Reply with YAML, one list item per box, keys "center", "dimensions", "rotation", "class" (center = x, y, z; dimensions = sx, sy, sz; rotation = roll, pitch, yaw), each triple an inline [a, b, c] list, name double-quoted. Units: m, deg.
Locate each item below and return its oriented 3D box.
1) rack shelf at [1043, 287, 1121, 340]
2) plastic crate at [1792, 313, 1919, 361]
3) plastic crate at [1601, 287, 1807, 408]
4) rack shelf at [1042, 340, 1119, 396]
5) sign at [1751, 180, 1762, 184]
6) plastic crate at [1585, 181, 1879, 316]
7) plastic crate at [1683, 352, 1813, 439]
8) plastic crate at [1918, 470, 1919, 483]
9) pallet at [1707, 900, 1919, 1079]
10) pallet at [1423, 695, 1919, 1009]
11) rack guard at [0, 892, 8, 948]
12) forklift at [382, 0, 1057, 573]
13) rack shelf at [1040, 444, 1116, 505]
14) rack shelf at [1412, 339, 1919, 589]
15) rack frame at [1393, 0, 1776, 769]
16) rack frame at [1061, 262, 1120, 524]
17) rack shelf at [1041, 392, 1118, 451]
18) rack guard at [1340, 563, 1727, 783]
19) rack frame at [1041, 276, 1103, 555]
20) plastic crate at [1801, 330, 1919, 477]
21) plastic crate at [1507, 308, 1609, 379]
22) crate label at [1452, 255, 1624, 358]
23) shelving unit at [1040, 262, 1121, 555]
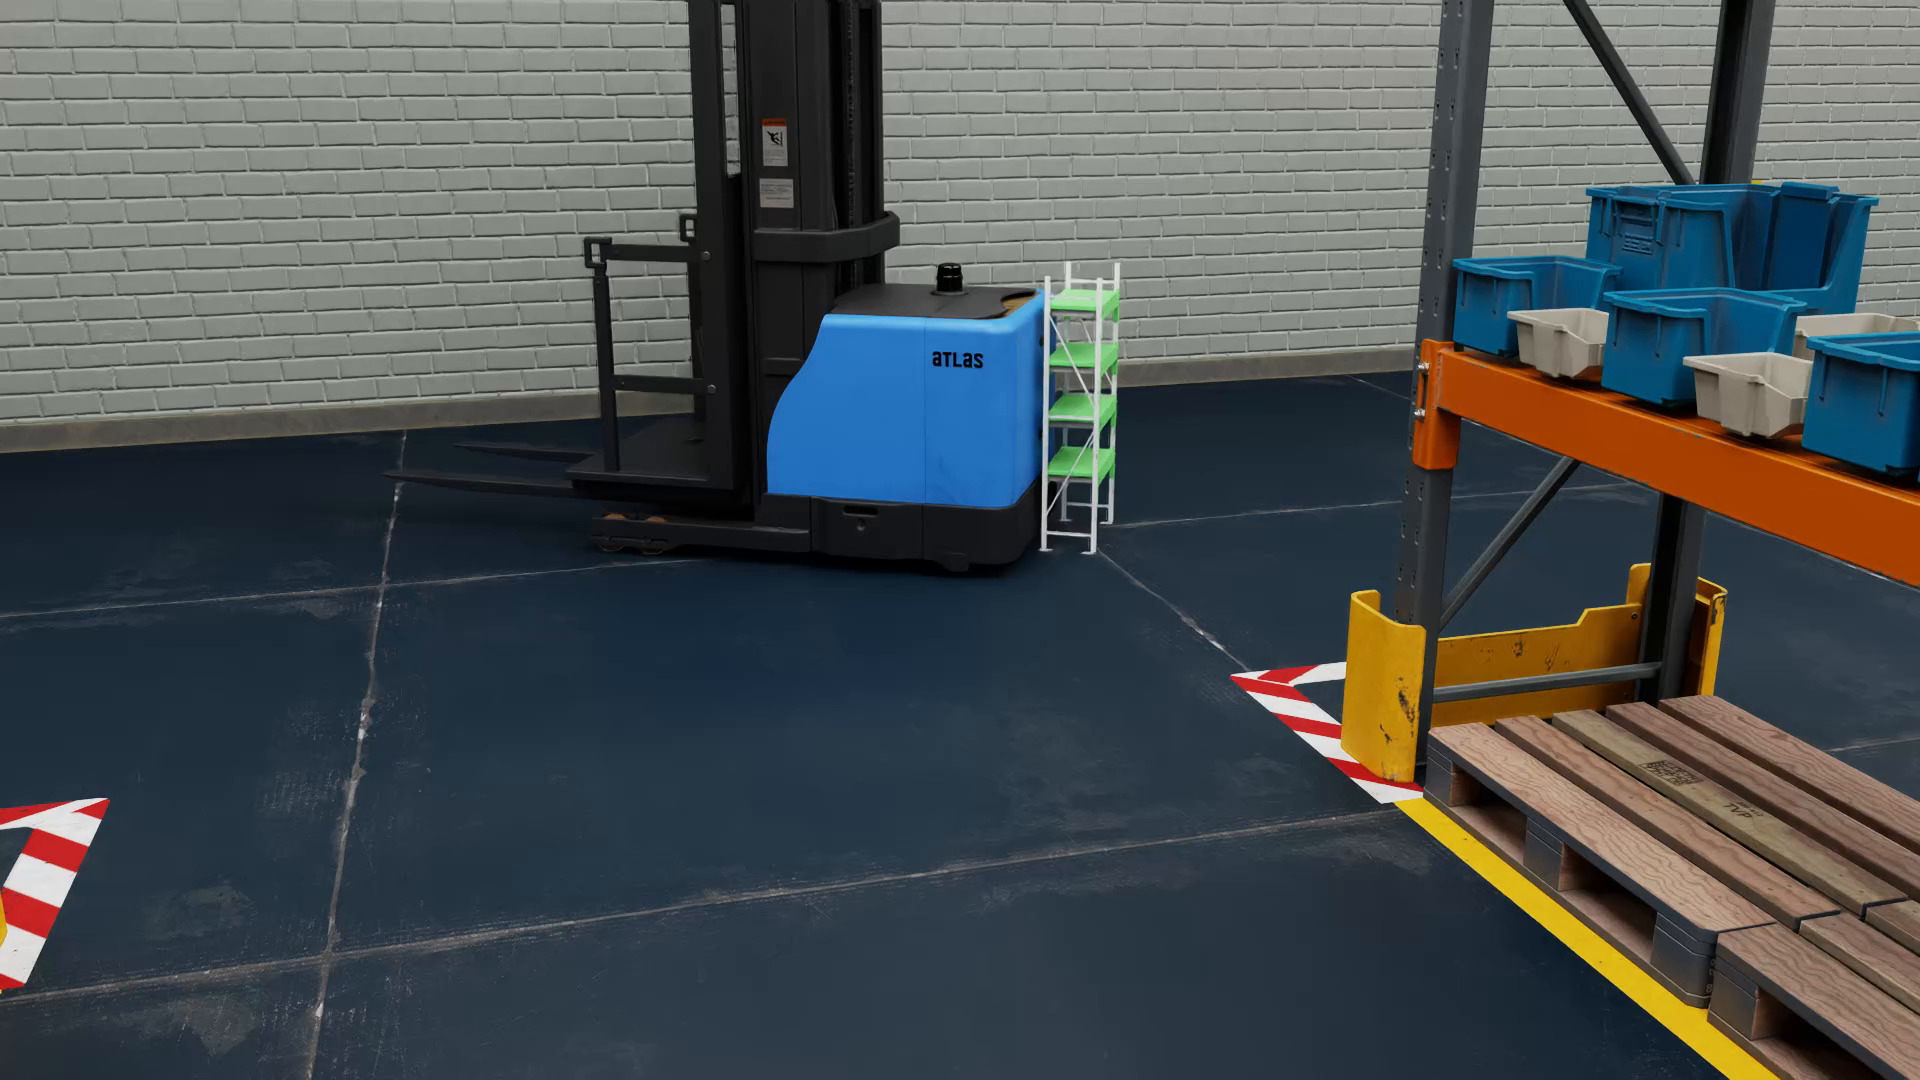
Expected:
- center: [0.532, -0.987, 7.205]
  dimensions: [0.258, 0.148, 0.480]
  rotation: [4, 17, 13]
  class: "rack shelf"
- center: [2.218, -0.478, 4.183]
  dimensions: [0.396, 0.136, 0.243]
  rotation: [-5, 17, -15]
  class: "plastic crate"
- center: [1.752, -0.459, 3.952]
  dimensions: [0.416, 0.233, 0.300]
  rotation: [-5, 17, -15]
  class: "plastic crate"
- center: [0.532, -0.757, 7.274]
  dimensions: [0.258, 0.148, 0.480]
  rotation: [4, 17, 13]
  class: "rack shelf"
- center: [2.344, -0.913, 4.993]
  dimensions: [0.100, 0.325, 0.005]
  rotation: [-5, 17, -15]
  class: "sign"
- center: [2.091, -0.754, 4.584]
  dimensions: [0.616, 0.435, 0.499]
  rotation: [-5, 17, -15]
  class: "plastic crate"
- center: [1.766, -0.312, 3.630]
  dimensions: [0.250, 0.136, 0.298]
  rotation: [-5, 17, -15]
  class: "plastic crate"
- center: [2.015, -0.194, 3.069]
  dimensions: [0.416, 0.233, 0.300]
  rotation: [-5, 17, -15]
  class: "plastic crate"
- center: [2.341, 1.117, 3.367]
  dimensions: [1.003, 0.211, 1.213]
  rotation: [-5, 17, -15]
  class: "pallet"
- center: [2.009, 0.780, 4.488]
  dimensions: [1.003, 0.211, 1.213]
  rotation: [-5, 17, -15]
  class: "pallet"
- center: [-2.923, 0.822, 3.846]
  dimensions: [1.175, 0.500, 0.348]
  rotation: [-5, 17, -15]
  class: "rack guard"
- center: [-1.126, -1.478, 7.278]
  dimensions: [3.031, 2.935, 1.130]
  rotation: [4, 17, 14]
  class: "forklift"
- center: [0.532, -0.297, 7.413]
  dimensions: [0.258, 0.148, 0.480]
  rotation: [4, 17, 13]
  class: "rack shelf"
- center: [2.369, 0.111, 3.119]
  dimensions: [1.077, 0.370, 4.000]
  rotation: [-5, 17, -15]
  class: "rack shelf"
- center: [1.820, -0.787, 4.857]
  dimensions: [1.000, 3.000, 0.127]
  rotation: [-5, 17, -15]
  class: "rack frame"
- center: [0.589, -0.657, 7.552]
  dimensions: [0.240, 1.200, 0.015]
  rotation: [4, 17, 13]
  class: "rack frame"
- center: [0.532, -0.527, 7.344]
  dimensions: [0.258, 0.148, 0.480]
  rotation: [4, 17, 13]
  class: "rack shelf"
- center: [1.801, 0.405, 5.235]
  dimensions: [1.175, 0.500, 0.348]
  rotation: [-5, 17, -15]
  class: "rack guard"
- center: [0.474, -0.520, 7.098]
  dimensions: [0.240, 1.200, 0.015]
  rotation: [4, 17, 13]
  class: "rack frame"
- center: [1.933, -0.277, 3.346]
  dimensions: [0.416, 0.233, 0.300]
  rotation: [-5, 17, -15]
  class: "plastic crate"
- center: [1.579, -0.499, 4.255]
  dimensions: [0.250, 0.136, 0.298]
  rotation: [-5, 17, -15]
  class: "plastic crate"
- center: [1.571, -0.641, 4.558]
  dimensions: [0.416, 0.233, 0.303]
  rotation: [-5, 17, -15]
  class: "crate label"
- center: [0.532, -0.588, 7.325]
  dimensions: [0.258, 1.200, 0.503]
  rotation: [4, 17, 13]
  class: "shelving unit"
